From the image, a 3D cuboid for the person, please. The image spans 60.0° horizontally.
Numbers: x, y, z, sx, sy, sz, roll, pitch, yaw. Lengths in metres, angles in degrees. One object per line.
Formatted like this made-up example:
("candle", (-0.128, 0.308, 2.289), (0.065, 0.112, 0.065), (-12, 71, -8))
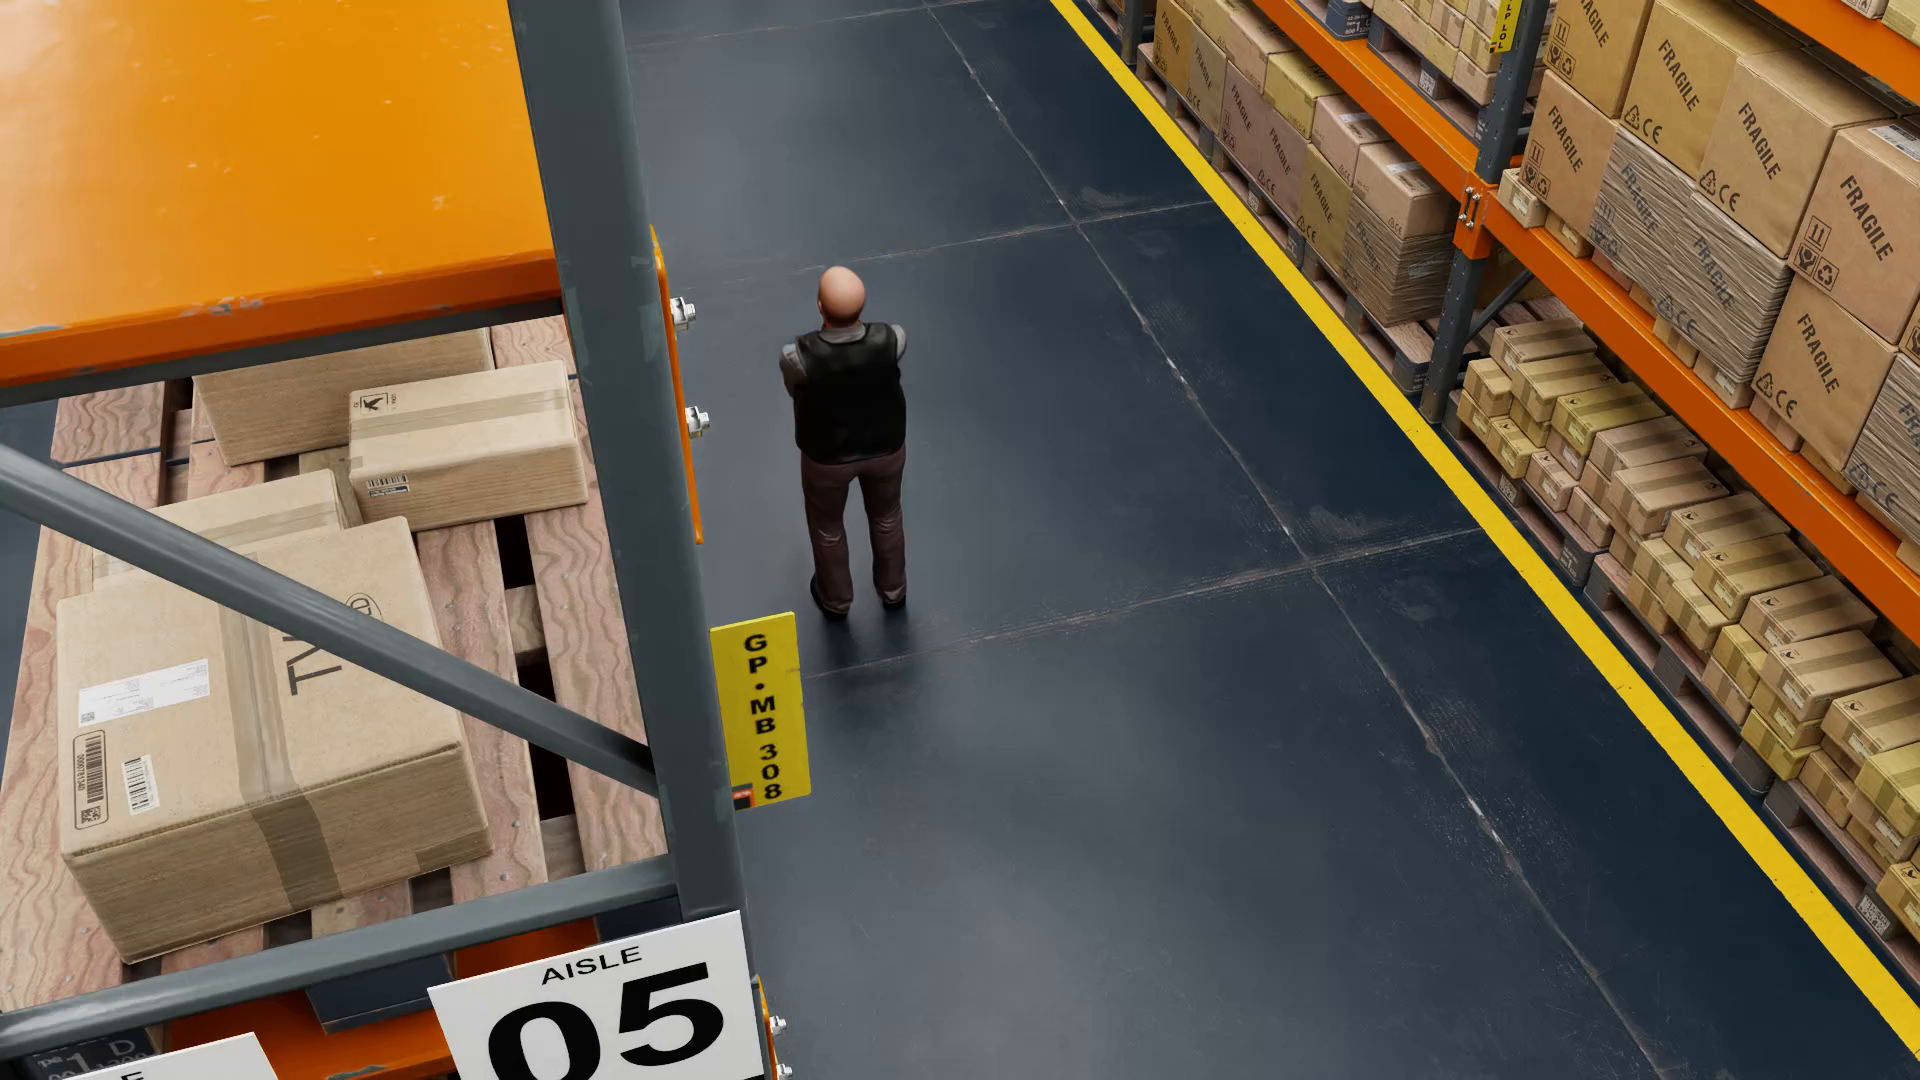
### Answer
("person", (-0.474, -0.434, 6.668), (0.494, 1.711, 0.547), (-11, 43, -12))
